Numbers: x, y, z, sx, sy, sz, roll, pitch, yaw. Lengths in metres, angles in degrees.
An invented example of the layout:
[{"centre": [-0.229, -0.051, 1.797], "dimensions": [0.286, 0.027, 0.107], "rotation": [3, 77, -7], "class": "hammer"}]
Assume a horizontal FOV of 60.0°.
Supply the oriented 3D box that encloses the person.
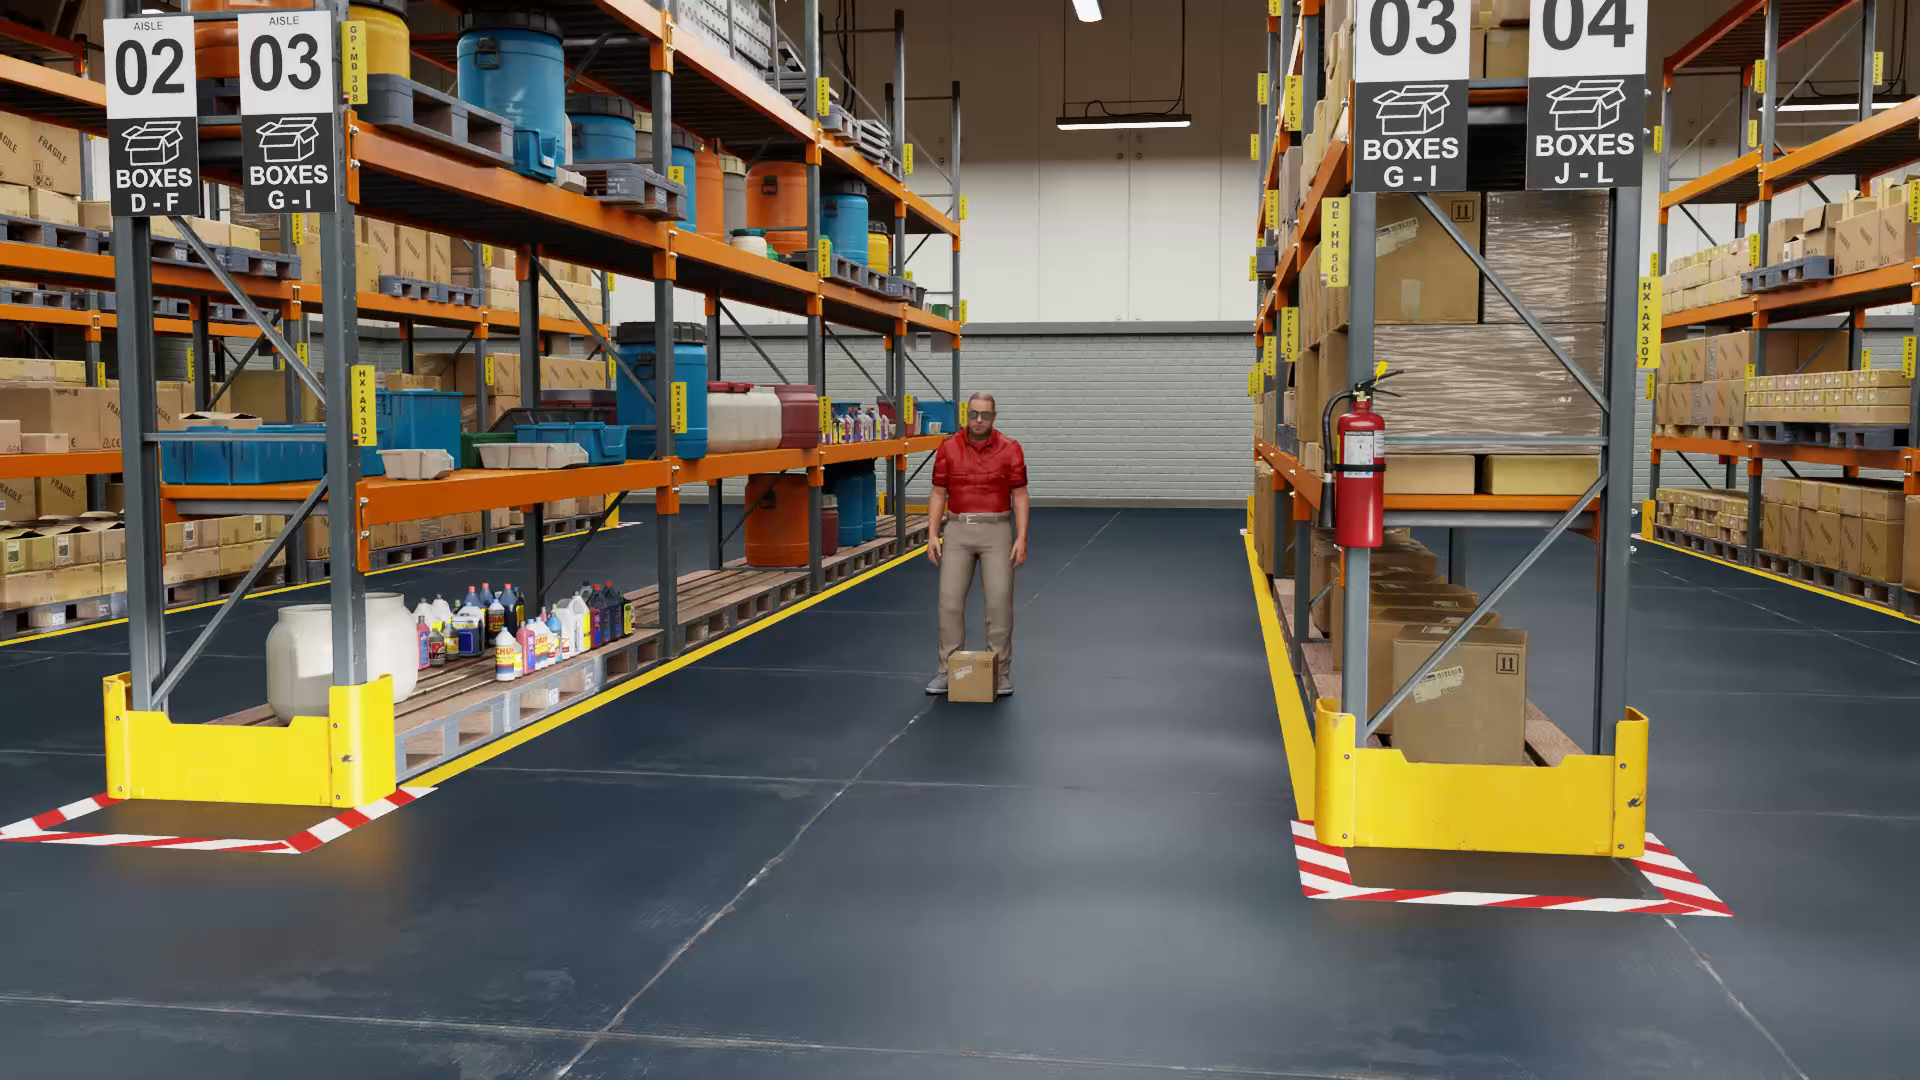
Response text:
[{"centre": [0.102, 0.012, 9.576], "dimensions": [0.587, 1.726, 0.389], "rotation": [0, 4, 6], "class": "person"}]
